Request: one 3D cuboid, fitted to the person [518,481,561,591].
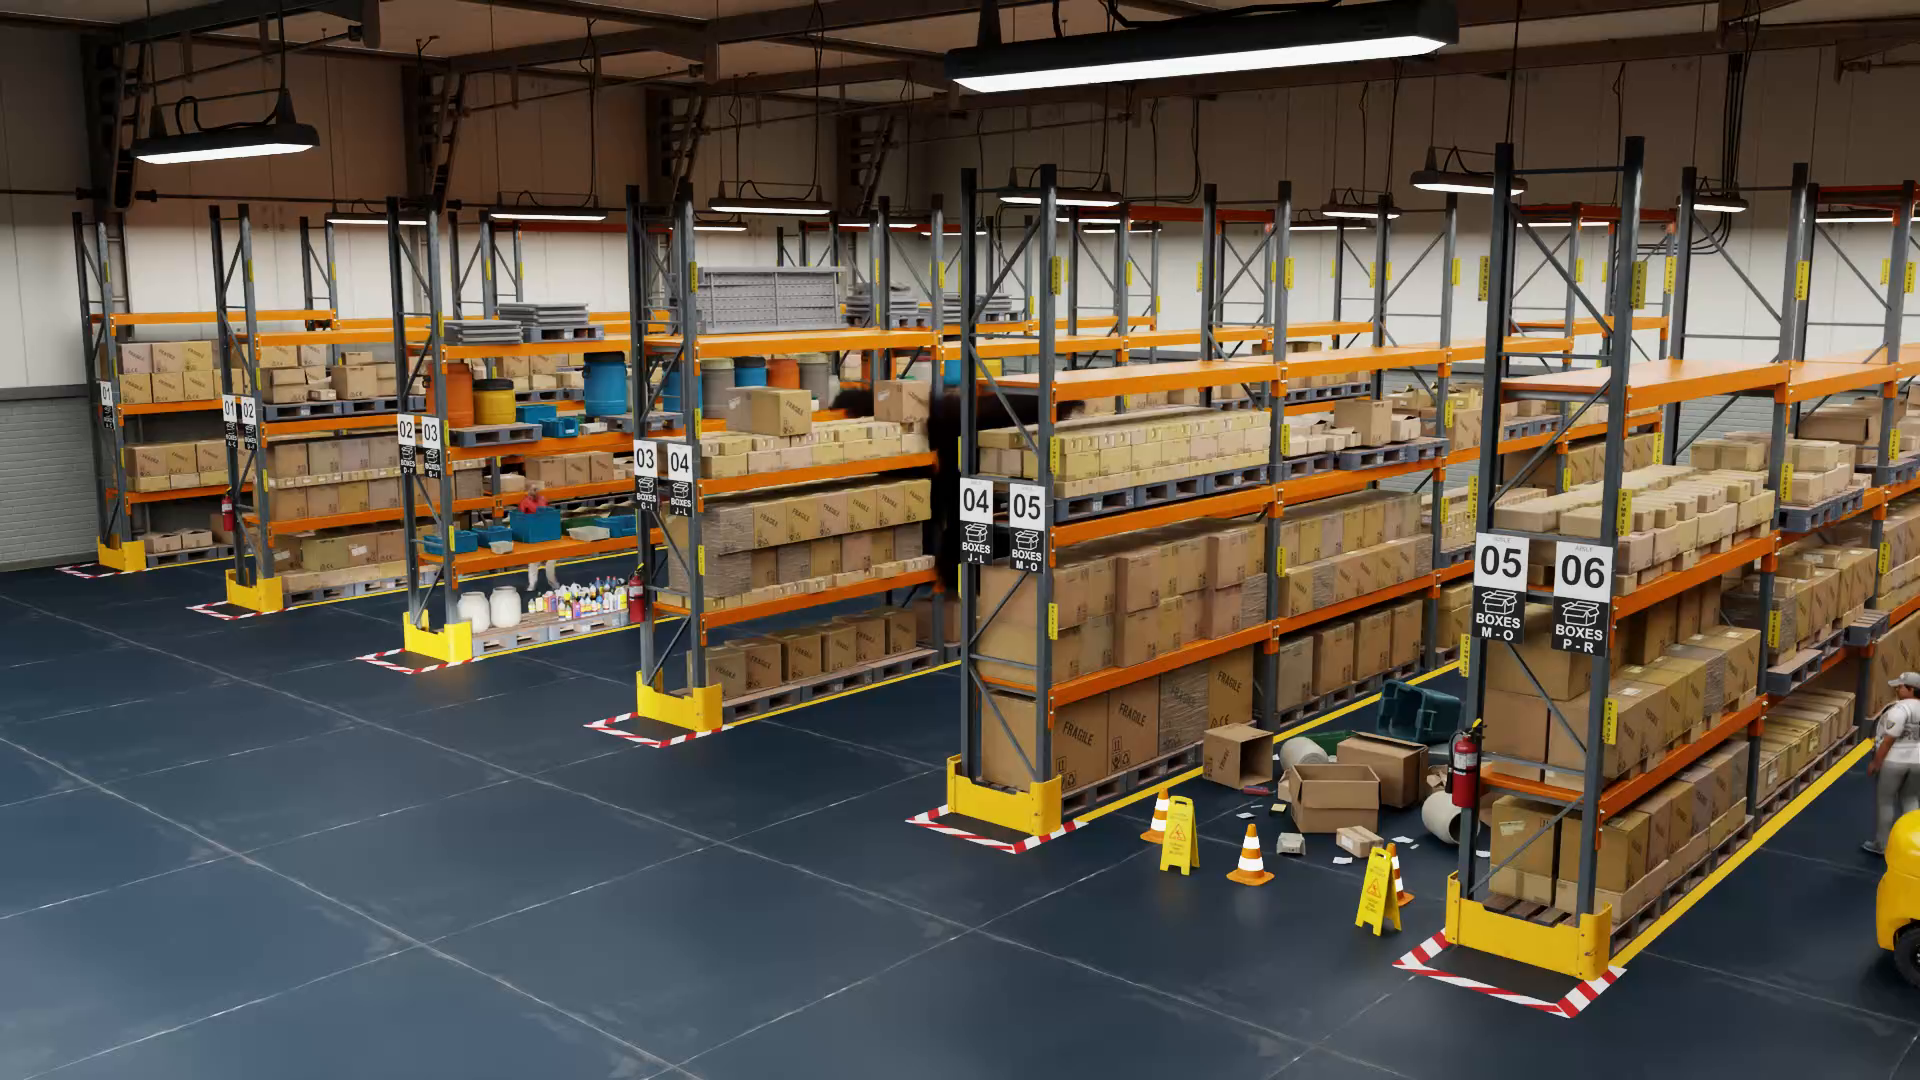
[{"bbox_3d":[-6.694,-0.049,26.435,0.671,1.779,0.504,-4,10,-21],"label":"person"}]

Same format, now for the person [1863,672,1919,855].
[{"bbox_3d":[8.210,1.967,14.541,0.540,1.691,0.444,-1,9,-3],"label":"person"}]

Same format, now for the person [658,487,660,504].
[{"bbox_3d":[-6.224,-1.340,34.237,0.436,1.649,0.665,7,12,38],"label":"person"}]
